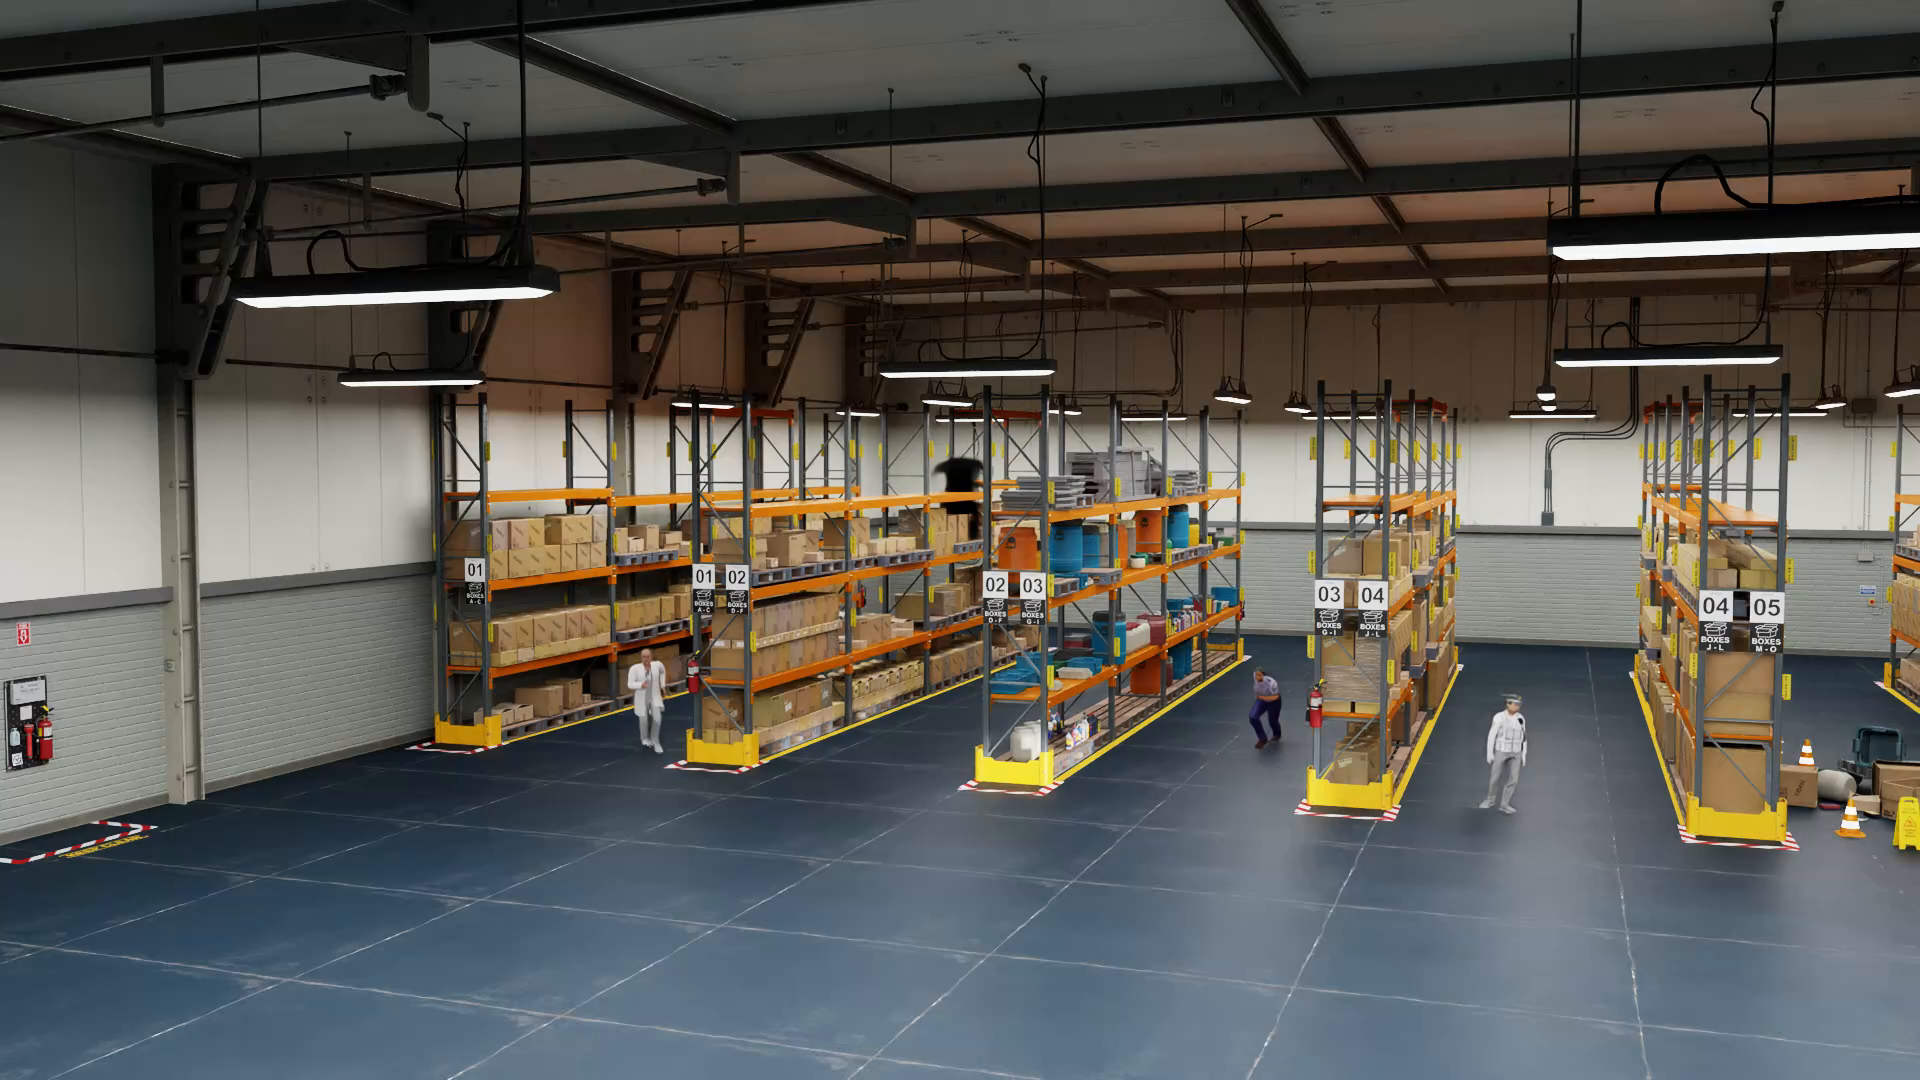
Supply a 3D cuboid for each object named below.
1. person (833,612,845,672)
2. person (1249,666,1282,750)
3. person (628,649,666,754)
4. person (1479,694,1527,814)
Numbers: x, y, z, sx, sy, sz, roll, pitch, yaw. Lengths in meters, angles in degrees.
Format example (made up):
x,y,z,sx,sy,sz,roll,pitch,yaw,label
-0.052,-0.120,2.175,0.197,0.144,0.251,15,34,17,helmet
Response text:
x,y,z,sx,sy,sz,roll,pitch,yaw,label
-2.756,2.206,37.091,0.566,1.675,0.931,1,3,17,person
5.234,2.810,28.142,0.595,1.435,1.094,2,4,37,person
-5.201,2.661,27.638,0.635,1.736,1.042,-1,3,-13,person
7.533,2.950,23.041,0.593,1.651,0.465,0,3,-8,person
